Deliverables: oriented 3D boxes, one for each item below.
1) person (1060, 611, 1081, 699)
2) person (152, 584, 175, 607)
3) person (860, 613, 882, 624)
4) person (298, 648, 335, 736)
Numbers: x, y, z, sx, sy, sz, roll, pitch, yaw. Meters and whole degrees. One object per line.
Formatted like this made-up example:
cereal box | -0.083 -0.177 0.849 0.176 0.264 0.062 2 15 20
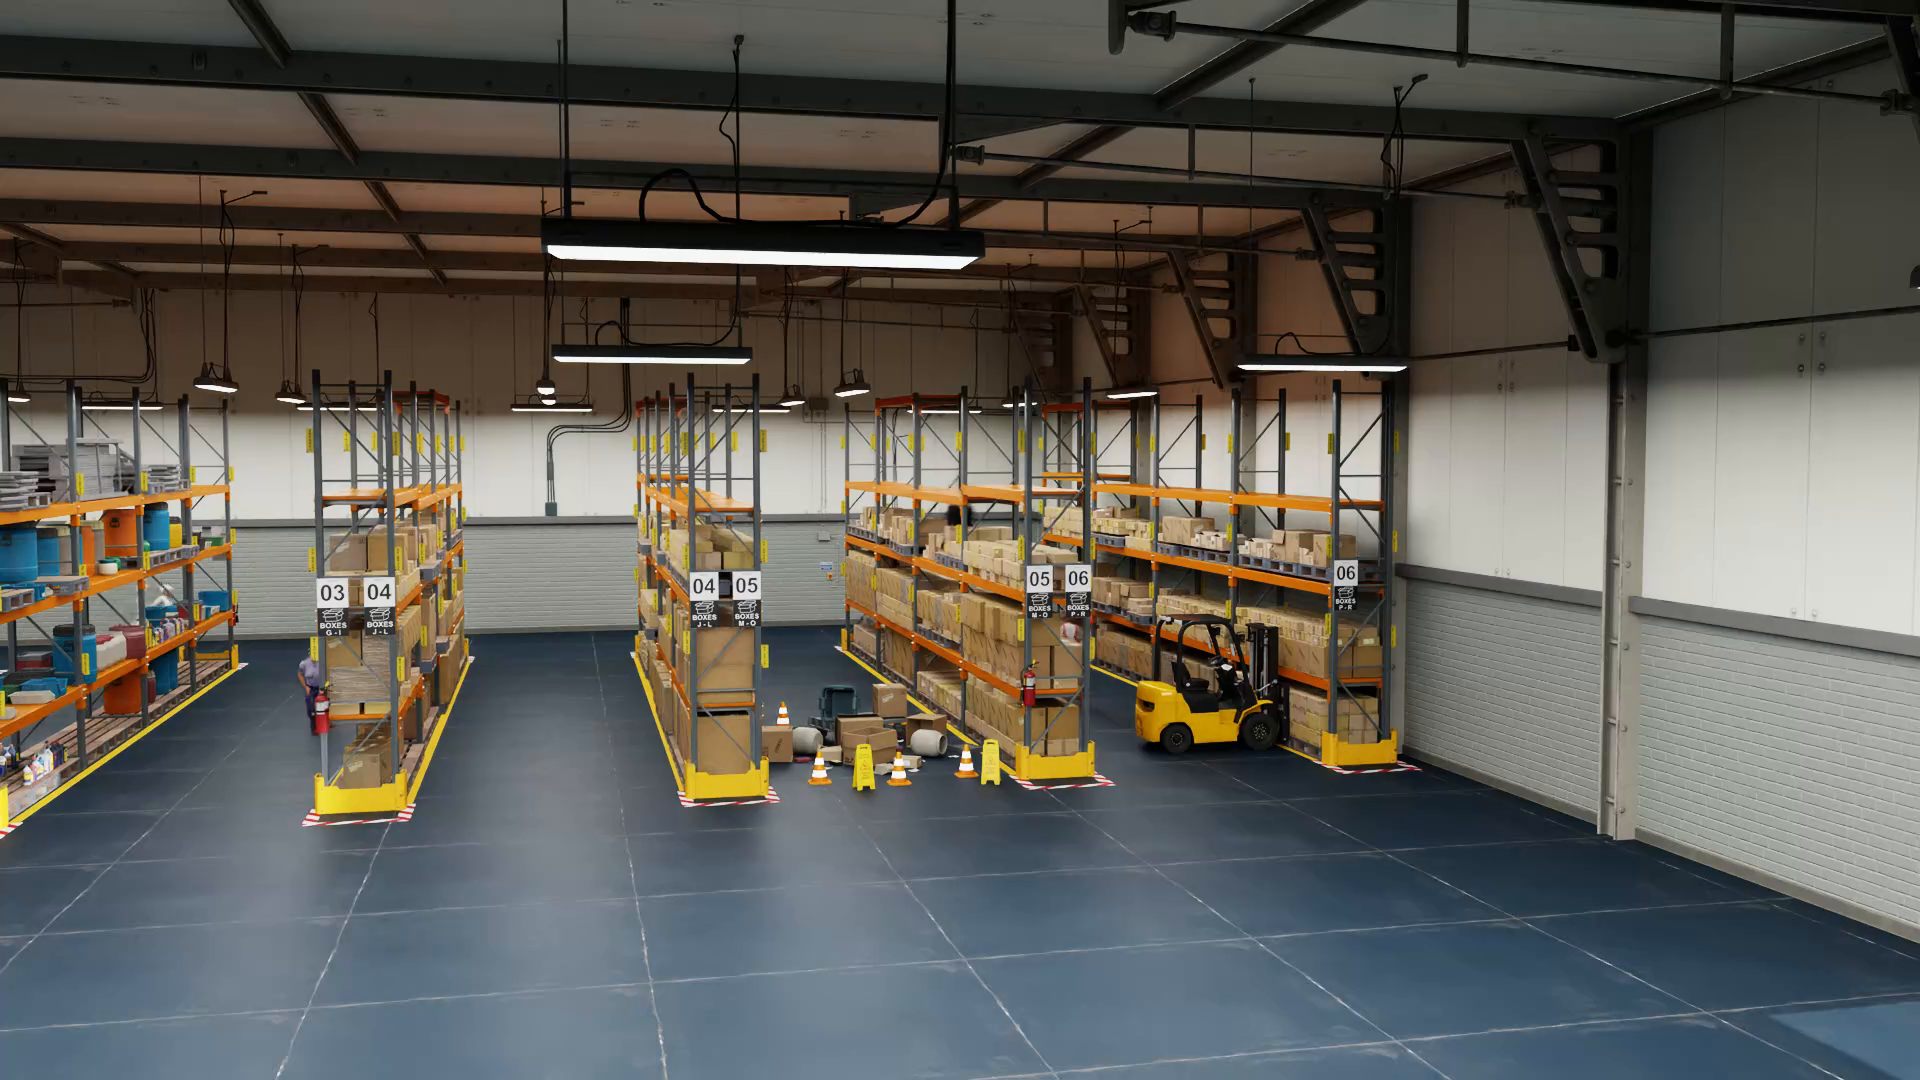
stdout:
person | 2.061 2.227 32.261 0.657 1.763 1.000 -1 4 -22
person | -18.689 1.902 39.005 0.531 1.712 0.748 0 3 4
person | -2.232 1.726 42.093 0.910 1.683 0.616 -1 4 -24
person | -11.075 2.577 28.635 0.612 1.551 0.781 -2 4 -27
